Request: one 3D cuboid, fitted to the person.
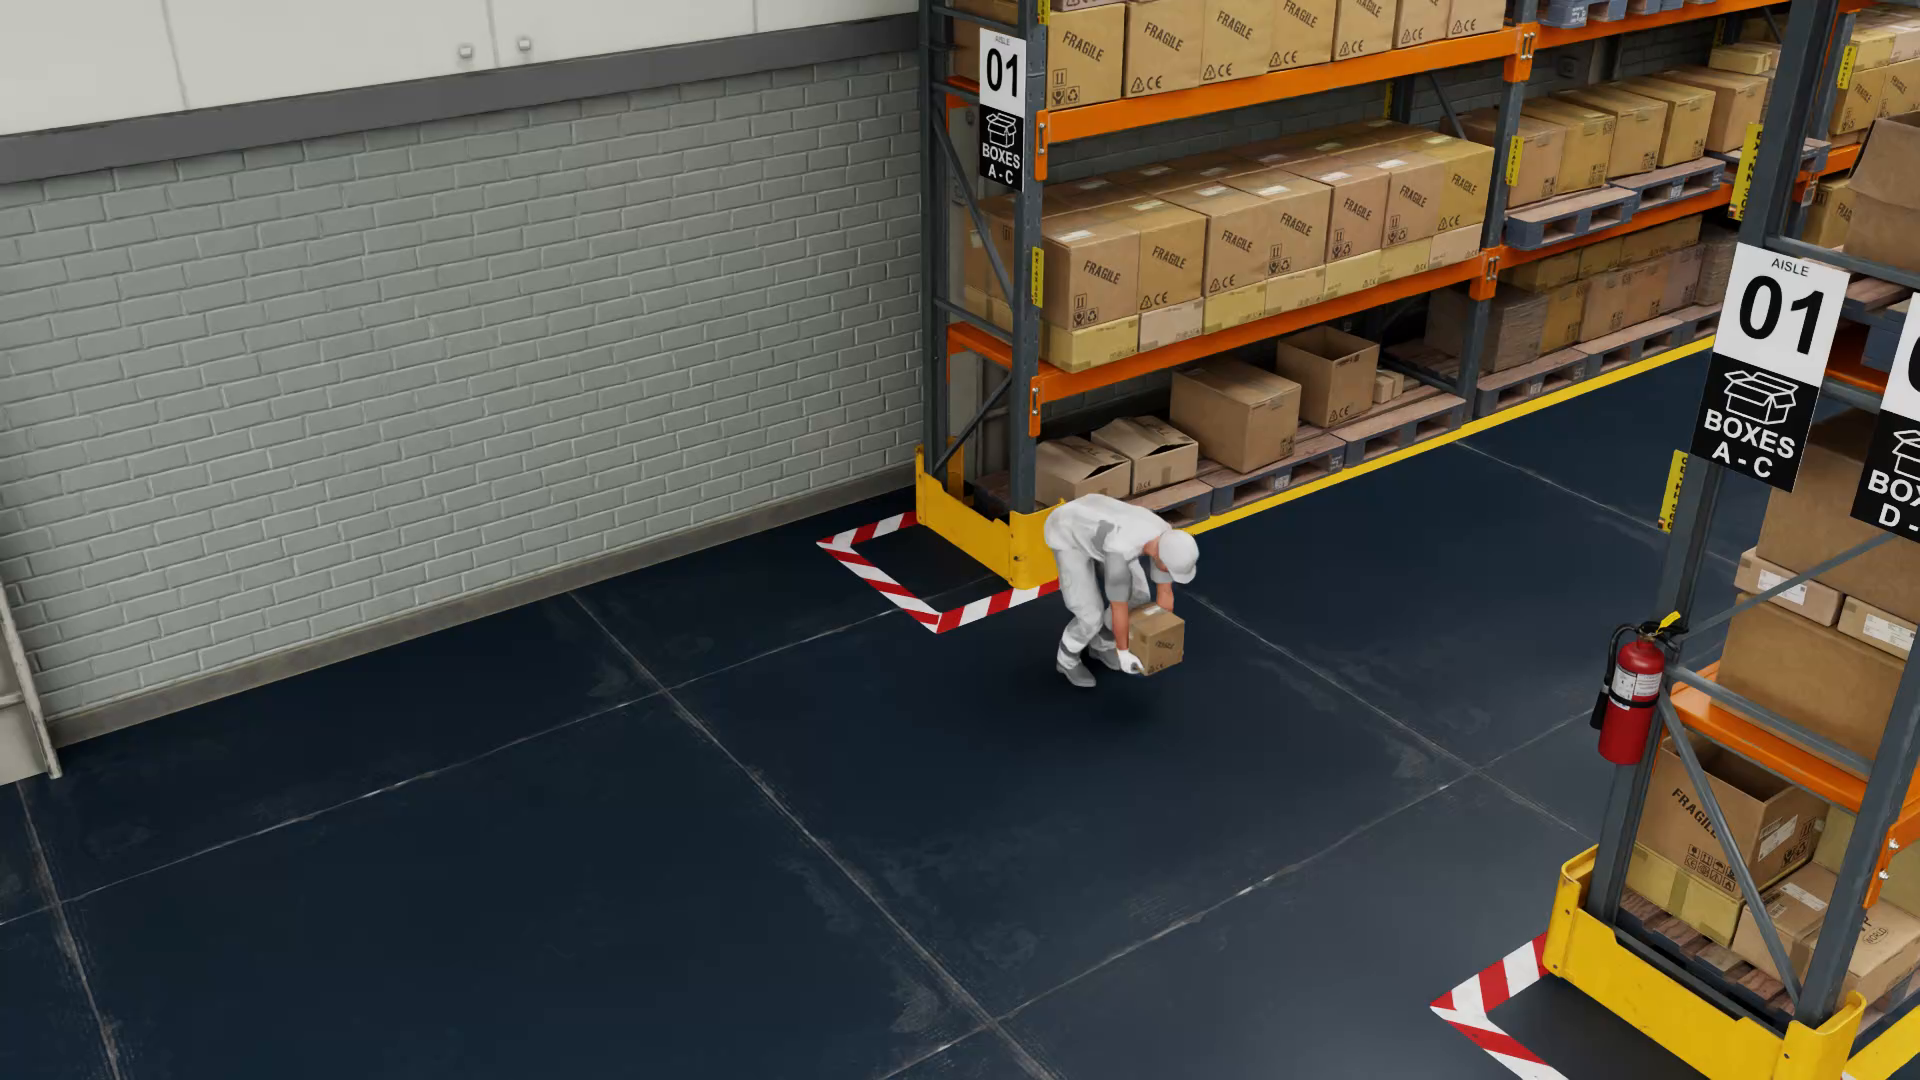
[{"bbox_3d":[0.852,0.303,8.783,0.529,1.077,0.956,-22,35,-35],"label":"person"}]
